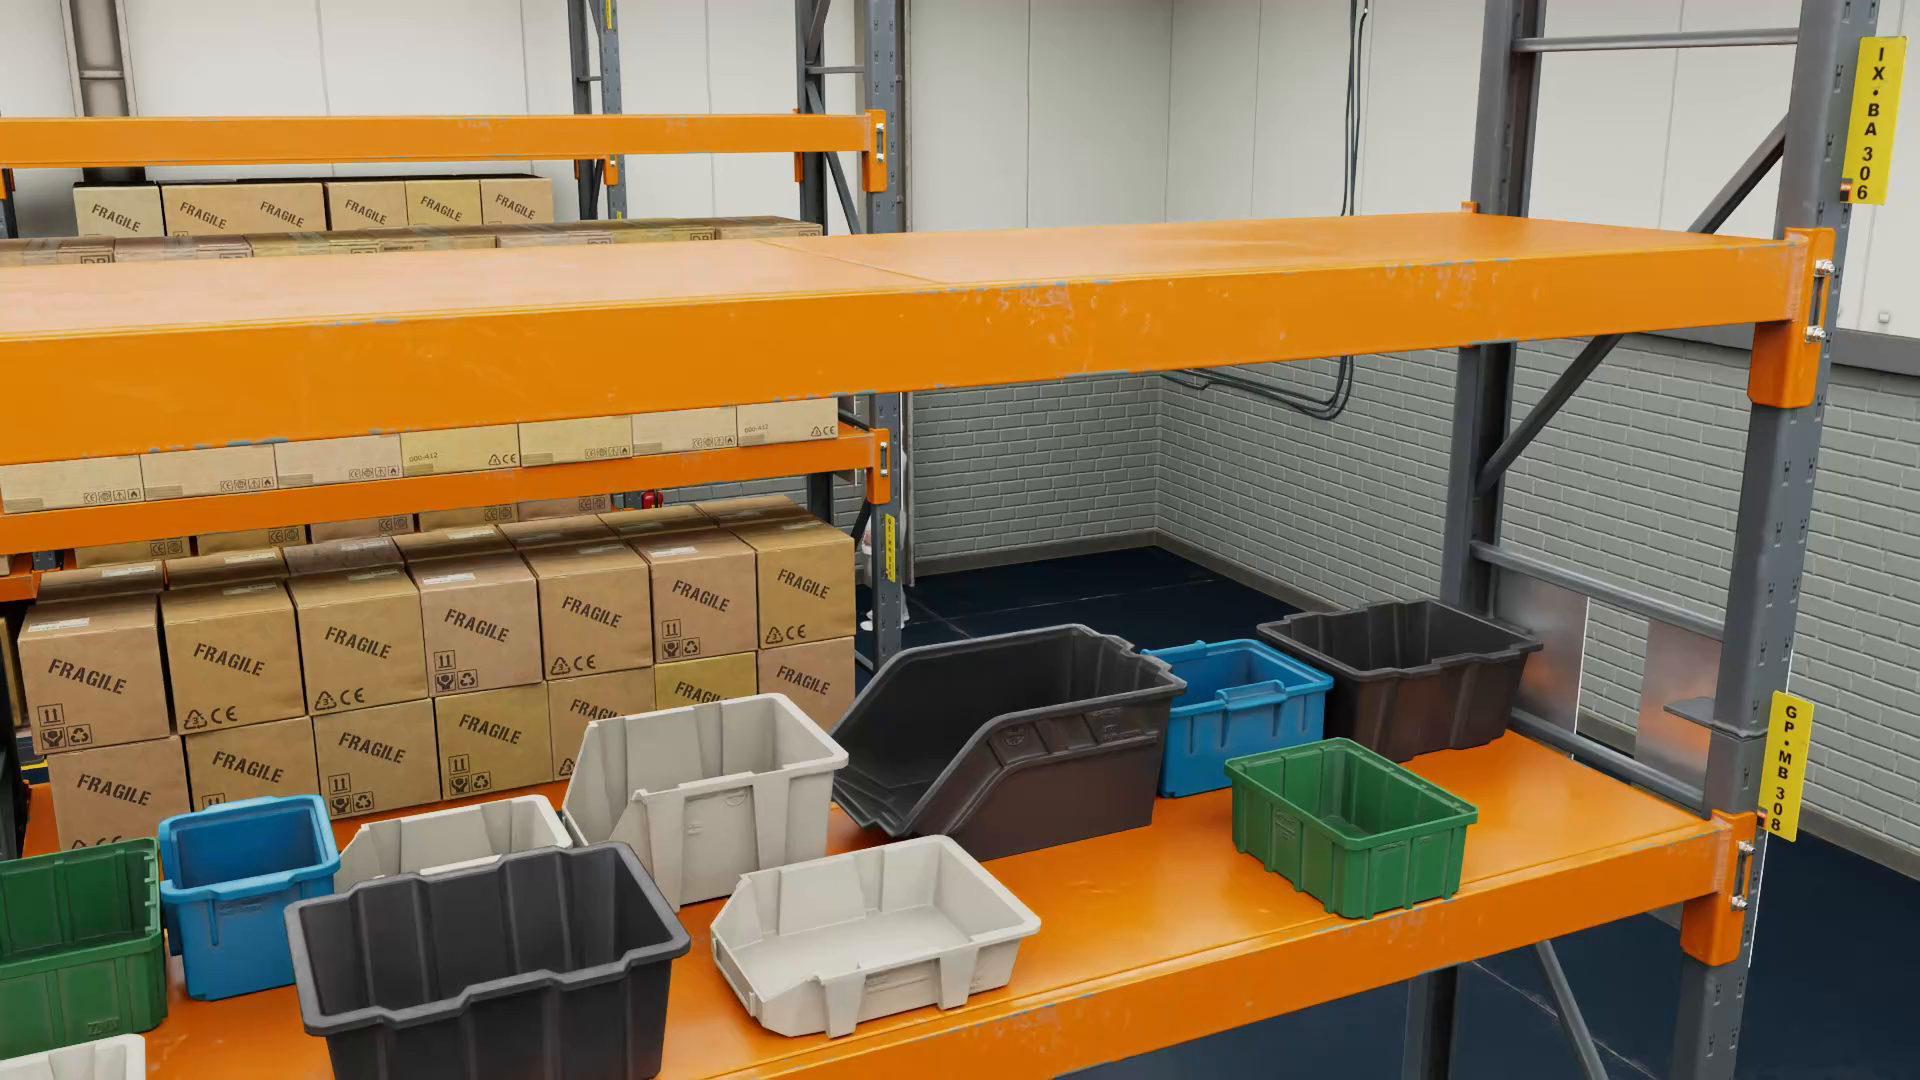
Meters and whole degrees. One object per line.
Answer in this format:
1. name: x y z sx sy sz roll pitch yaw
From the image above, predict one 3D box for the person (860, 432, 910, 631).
1. person: -0.651 -0.116 14.030 0.372 1.769 0.567 2 15 8
